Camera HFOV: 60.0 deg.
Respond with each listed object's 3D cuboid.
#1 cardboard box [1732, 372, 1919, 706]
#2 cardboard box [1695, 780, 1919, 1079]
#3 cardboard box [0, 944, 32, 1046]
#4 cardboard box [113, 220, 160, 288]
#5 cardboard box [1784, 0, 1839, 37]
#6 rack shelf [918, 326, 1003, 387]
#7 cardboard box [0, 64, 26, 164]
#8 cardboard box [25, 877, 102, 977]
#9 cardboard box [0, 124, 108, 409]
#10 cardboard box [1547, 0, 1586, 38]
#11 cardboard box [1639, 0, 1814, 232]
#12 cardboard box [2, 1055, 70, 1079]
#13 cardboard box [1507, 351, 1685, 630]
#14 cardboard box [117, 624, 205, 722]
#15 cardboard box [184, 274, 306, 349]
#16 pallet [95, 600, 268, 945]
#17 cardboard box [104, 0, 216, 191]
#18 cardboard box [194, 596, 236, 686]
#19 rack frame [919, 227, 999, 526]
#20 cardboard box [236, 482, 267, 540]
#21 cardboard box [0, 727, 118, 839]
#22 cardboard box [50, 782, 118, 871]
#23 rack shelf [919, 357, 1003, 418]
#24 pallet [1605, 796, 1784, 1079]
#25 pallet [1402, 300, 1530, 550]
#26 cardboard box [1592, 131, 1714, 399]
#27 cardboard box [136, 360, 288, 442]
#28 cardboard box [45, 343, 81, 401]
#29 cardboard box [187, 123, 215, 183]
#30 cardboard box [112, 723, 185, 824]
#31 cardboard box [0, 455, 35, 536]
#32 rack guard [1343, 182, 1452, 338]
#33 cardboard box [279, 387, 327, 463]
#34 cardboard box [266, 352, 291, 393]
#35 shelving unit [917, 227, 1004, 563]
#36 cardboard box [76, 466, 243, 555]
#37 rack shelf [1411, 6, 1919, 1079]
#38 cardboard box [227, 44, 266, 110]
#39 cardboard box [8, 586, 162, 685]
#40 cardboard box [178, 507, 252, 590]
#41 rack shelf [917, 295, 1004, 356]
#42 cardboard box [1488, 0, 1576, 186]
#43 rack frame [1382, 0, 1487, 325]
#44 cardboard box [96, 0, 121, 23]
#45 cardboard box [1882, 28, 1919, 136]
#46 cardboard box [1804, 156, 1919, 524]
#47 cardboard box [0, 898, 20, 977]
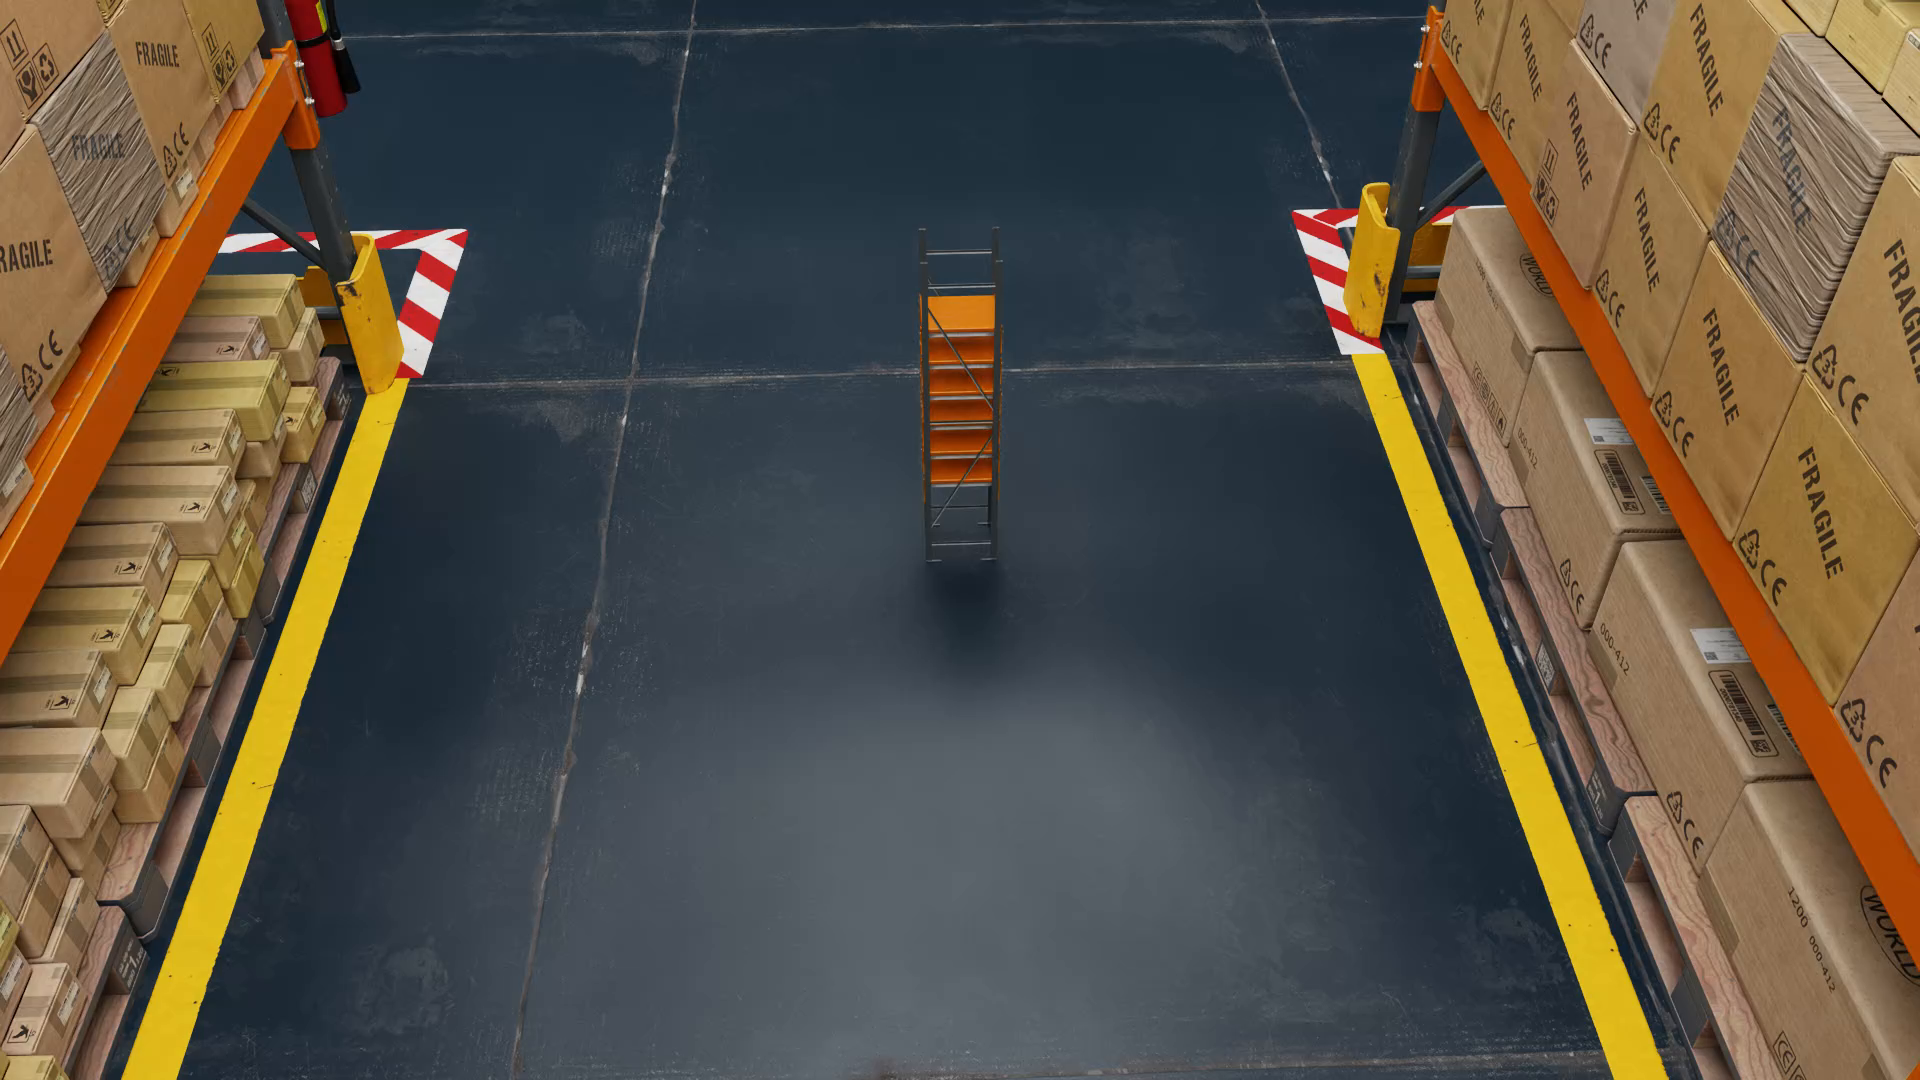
[{"bbox_3d":[2.031,-0.015,3.472,0.500,0.500,0.500,-3,43,-3],"label":"cardboard box"},{"bbox_3d":[2.414,1.038,3.983,0.875,0.438,0.875,-2,43,-2],"label":"cardboard box"},{"bbox_3d":[-2.451,1.086,3.924,0.380,0.149,0.250,-2,43,-2],"label":"cardboard box"},{"bbox_3d":[-2.467,-0.822,4.613,0.380,0.149,0.250,-3,43,-4],"label":"cardboard box"},{"bbox_3d":[1.986,-1.199,3.544,0.380,0.149,0.250,-2,43,-2],"label":"cardboard box"},{"bbox_3d":[0.001,-0.577,5.202,0.258,0.103,0.180,-2,43,-2],"label":"rack shelf"},{"bbox_3d":[-2.432,-0.978,3.563,0.500,0.500,0.500,-3,43,-3],"label":"cardboard box"},{"bbox_3d":[-2.437,1.011,4.227,0.380,0.149,0.250,-2,43,-3],"label":"cardboard box"},{"bbox_3d":[-2.443,-0.639,3.933,0.500,0.500,0.500,0,43,0],"label":"cardboard box"},{"bbox_3d":[1.928,-1.750,4.625,0.500,0.500,0.500,-3,43,-3],"label":"cardboard box"},{"bbox_3d":[1.980,-1.066,3.879,0.500,0.500,0.500,-1,43,-2],"label":"cardboard box"},{"bbox_3d":[-2.314,1.347,3.860,0.380,0.149,0.250,0,43,-1],"label":"cardboard box"},{"bbox_3d":[2.339,-0.175,5.307,0.875,0.438,0.875,-1,43,-1],"label":"cardboard box"},{"bbox_3d":[-2.380,0.378,4.696,0.380,0.149,0.250,-1,43,-1],"label":"cardboard box"},{"bbox_3d":[-2.502,-0.788,5.749,0.380,0.149,0.250,-1,43,-1],"label":"cardboard box"},{"bbox_3d":[-2.727,0.635,4.901,1.003,0.211,1.213,-2,43,-2],"label":"pallet"},{"bbox_3d":[-2.485,-1.318,4.674,0.500,0.500,0.500,-2,43,-2],"label":"cardboard box"},{"bbox_3d":[-2.421,0.304,4.998,0.380,0.149,0.250,-1,43,-1],"label":"cardboard box"},{"bbox_3d":[-0.003,-0.494,5.401,0.240,1.200,0.006,-2,43,-2],"label":"rack frame"},{"bbox_3d":[-2.486,-0.052,5.385,0.380,0.149,0.250,-1,43,-1],"label":"cardboard box"},{"bbox_3d":[-2.391,0.617,4.216,0.380,0.149,0.250,-1,43,-1],"label":"cardboard box"},{"bbox_3d":[-2.447,0.718,4.326,0.380,0.149,0.250,0,43,0],"label":"cardboard box"},{"bbox_3d":[0.001,-0.488,5.283,0.258,0.103,0.180,-2,43,-2],"label":"rack shelf"},{"bbox_3d":[2.379,1.187,4.298,1.003,0.211,1.213,-2,43,-2],"label":"pallet"},{"bbox_3d":[2.275,-0.460,6.095,1.003,0.211,1.213,-2,43,-2],"label":"pallet"},{"bbox_3d":[1.988,-0.708,4.228,0.500,0.500,0.500,0,43,0],"label":"cardboard box"},{"bbox_3d":[-2.411,-0.446,5.375,0.380,0.149,0.250,-3,43,-3],"label":"cardboard box"},{"bbox_3d":[-2.487,-0.460,4.217,0.380,0.149,0.250,-1,43,-1],"label":"cardboard box"},{"bbox_3d":[-2.483,-1.173,4.995,0.380,0.149,0.250,-2,43,-2],"label":"cardboard box"},{"bbox_3d":[-2.398,0.652,4.618,0.380,0.149,0.250,-3,43,-3],"label":"cardboard box"},{"bbox_3d":[-2.398,-0.110,3.836,0.380,0.149,0.250,0,43,0],"label":"cardboard box"},{"bbox_3d":[2.162,-1.120,6.602,1.175,0.500,0.348,-2,43,-2],"label":"rack guard"},{"bbox_3d":[-2.435,-0.399,5.764,0.380,0.149,0.250,0,43,0],"label":"cardboard box"},{"bbox_3d":[-2.513,-0.502,5.657,0.380,0.149,0.250,-3,43,-3],"label":"cardboard box"},{"bbox_3d":[0.001,-0.433,5.334,0.258,1.200,0.189,-2,43,-2],"label":"shelving unit"},{"bbox_3d":[-2.396,-0.089,4.986,0.380,0.149,0.250,0,43,0],"label":"cardboard box"},{"bbox_3d":[2.248,-0.410,4.510,1.077,0.370,4.000,-2,43,-2],"label":"rack shelf"},{"bbox_3d":[-2.482,-1.510,5.364,0.380,0.149,0.250,-2,43,-2],"label":"cardboard box"},{"bbox_3d":[-2.457,0.268,4.597,0.380,0.149,0.250,-1,43,-2],"label":"cardboard box"},{"bbox_3d":[-2.412,0.020,5.088,0.380,0.149,0.250,-1,43,-1],"label":"cardboard box"},{"bbox_3d":[0.001,-0.665,5.121,0.258,0.103,0.180,-2,43,-2],"label":"rack shelf"},{"bbox_3d":[1.946,-1.389,4.972,0.500,0.500,0.500,-2,43,-2],"label":"cardboard box"},{"bbox_3d":[2.163,-2.025,5.740,1.000,3.000,0.127,-2,43,-2],"label":"rack frame"},{"bbox_3d":[-2.489,-1.686,4.336,0.500,0.500,0.500,-3,43,-3],"label":"cardboard box"},{"bbox_3d":[2.023,-0.856,3.170,0.380,0.149,0.250,-2,43,-2],"label":"cardboard box"},{"bbox_3d":[2.024,-0.384,3.135,0.500,0.500,0.500,-2,43,-2],"label":"cardboard box"},{"bbox_3d":[-2.428,0.967,3.834,0.380,0.149,0.250,-2,43,-2],"label":"cardboard box"}]
